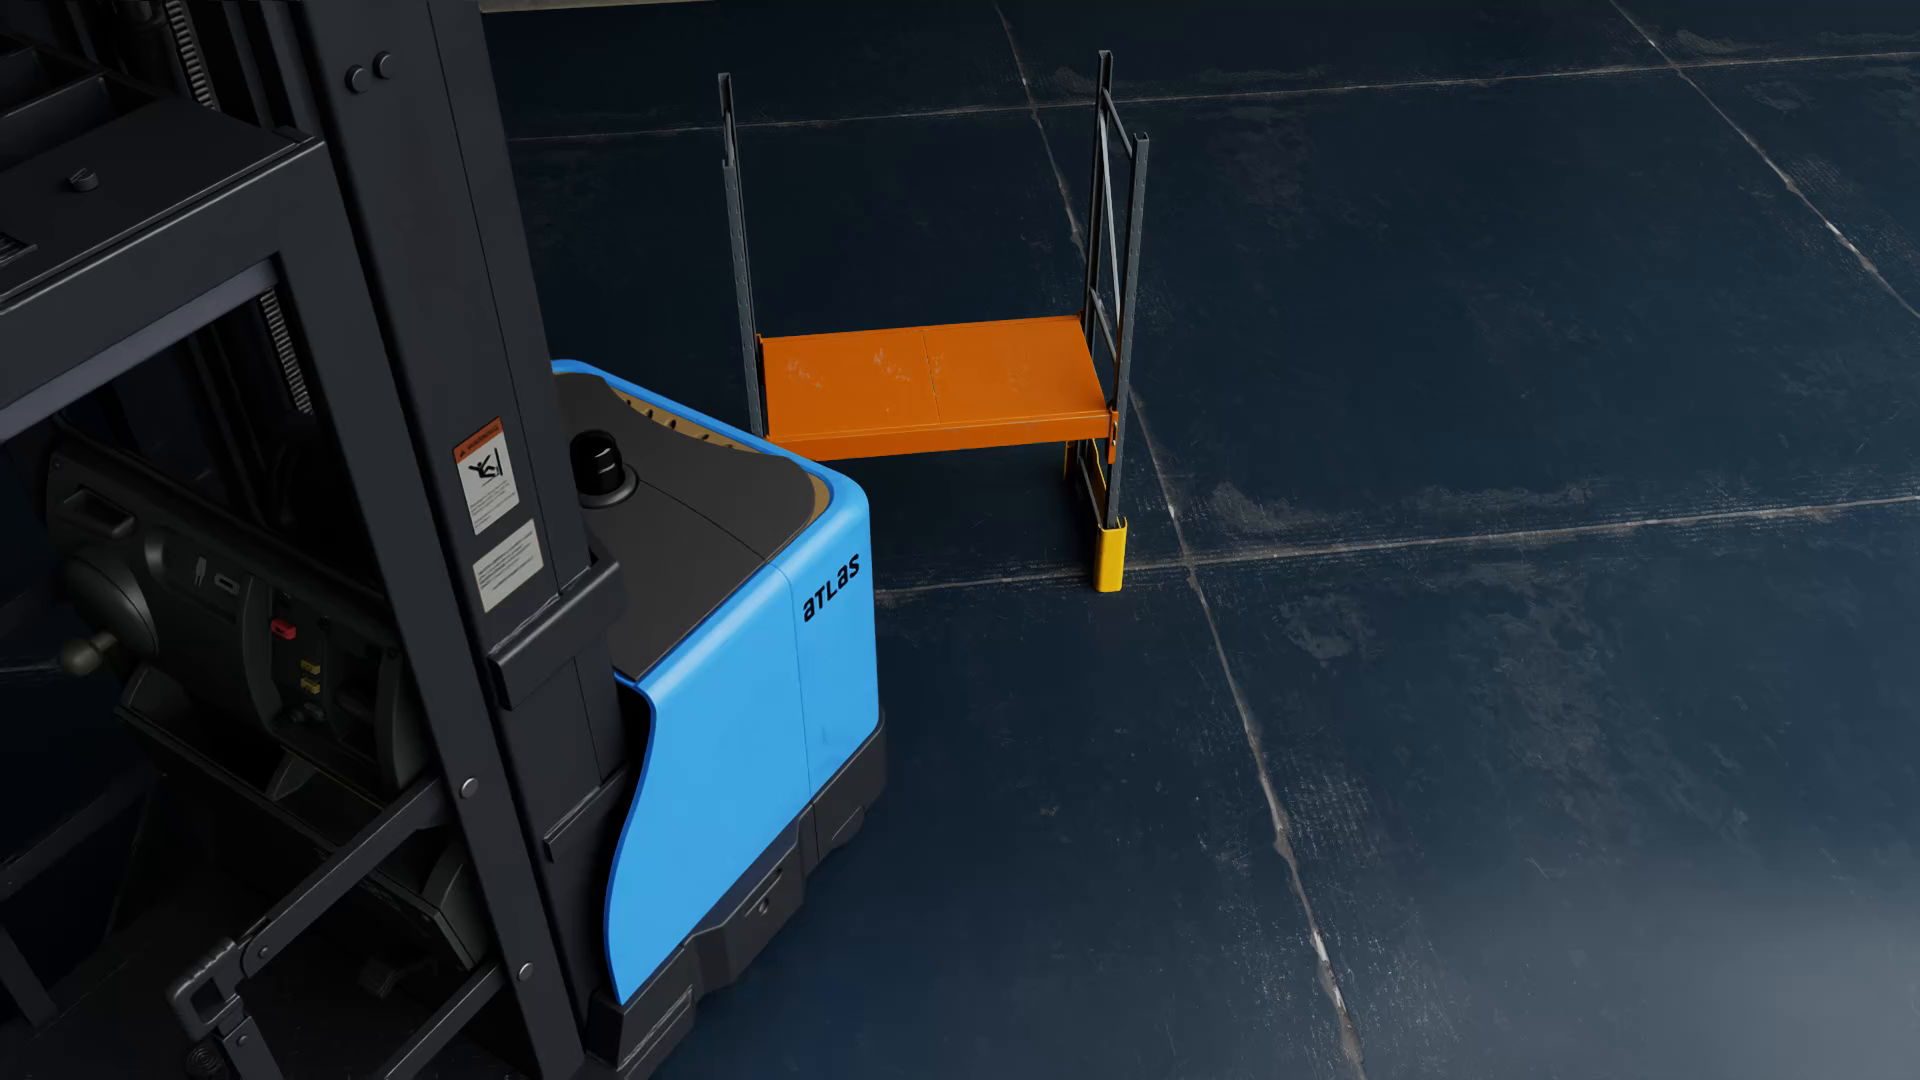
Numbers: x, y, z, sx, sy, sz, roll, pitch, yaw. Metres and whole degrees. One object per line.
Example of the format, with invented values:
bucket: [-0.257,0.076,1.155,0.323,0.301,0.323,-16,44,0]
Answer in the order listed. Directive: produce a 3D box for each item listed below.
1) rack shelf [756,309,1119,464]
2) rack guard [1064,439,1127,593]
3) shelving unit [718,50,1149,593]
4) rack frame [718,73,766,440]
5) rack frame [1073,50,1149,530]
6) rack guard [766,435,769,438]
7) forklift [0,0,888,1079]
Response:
rack shelf: [-0.085,-0.416,4.860,1.000,0.185,0.538,-5,42,-6]
rack guard: [0.418,-0.129,5.207,0.087,0.250,0.587,-5,42,-6]
shelving unit: [-0.076,-0.550,4.740,1.083,1.500,0.587,-5,42,-6]
rack frame: [-0.589,-0.505,4.691,0.032,1.500,0.500,-5,42,-6]
rack frame: [0.419,-0.594,4.788,0.032,1.500,0.500,-5,42,-6]
rack guard: [-0.569,-0.043,5.111,0.087,0.250,0.587,-5,42,-6]
forklift: [-1.419,0.234,2.802,1.130,2.935,3.031,24,47,24]
